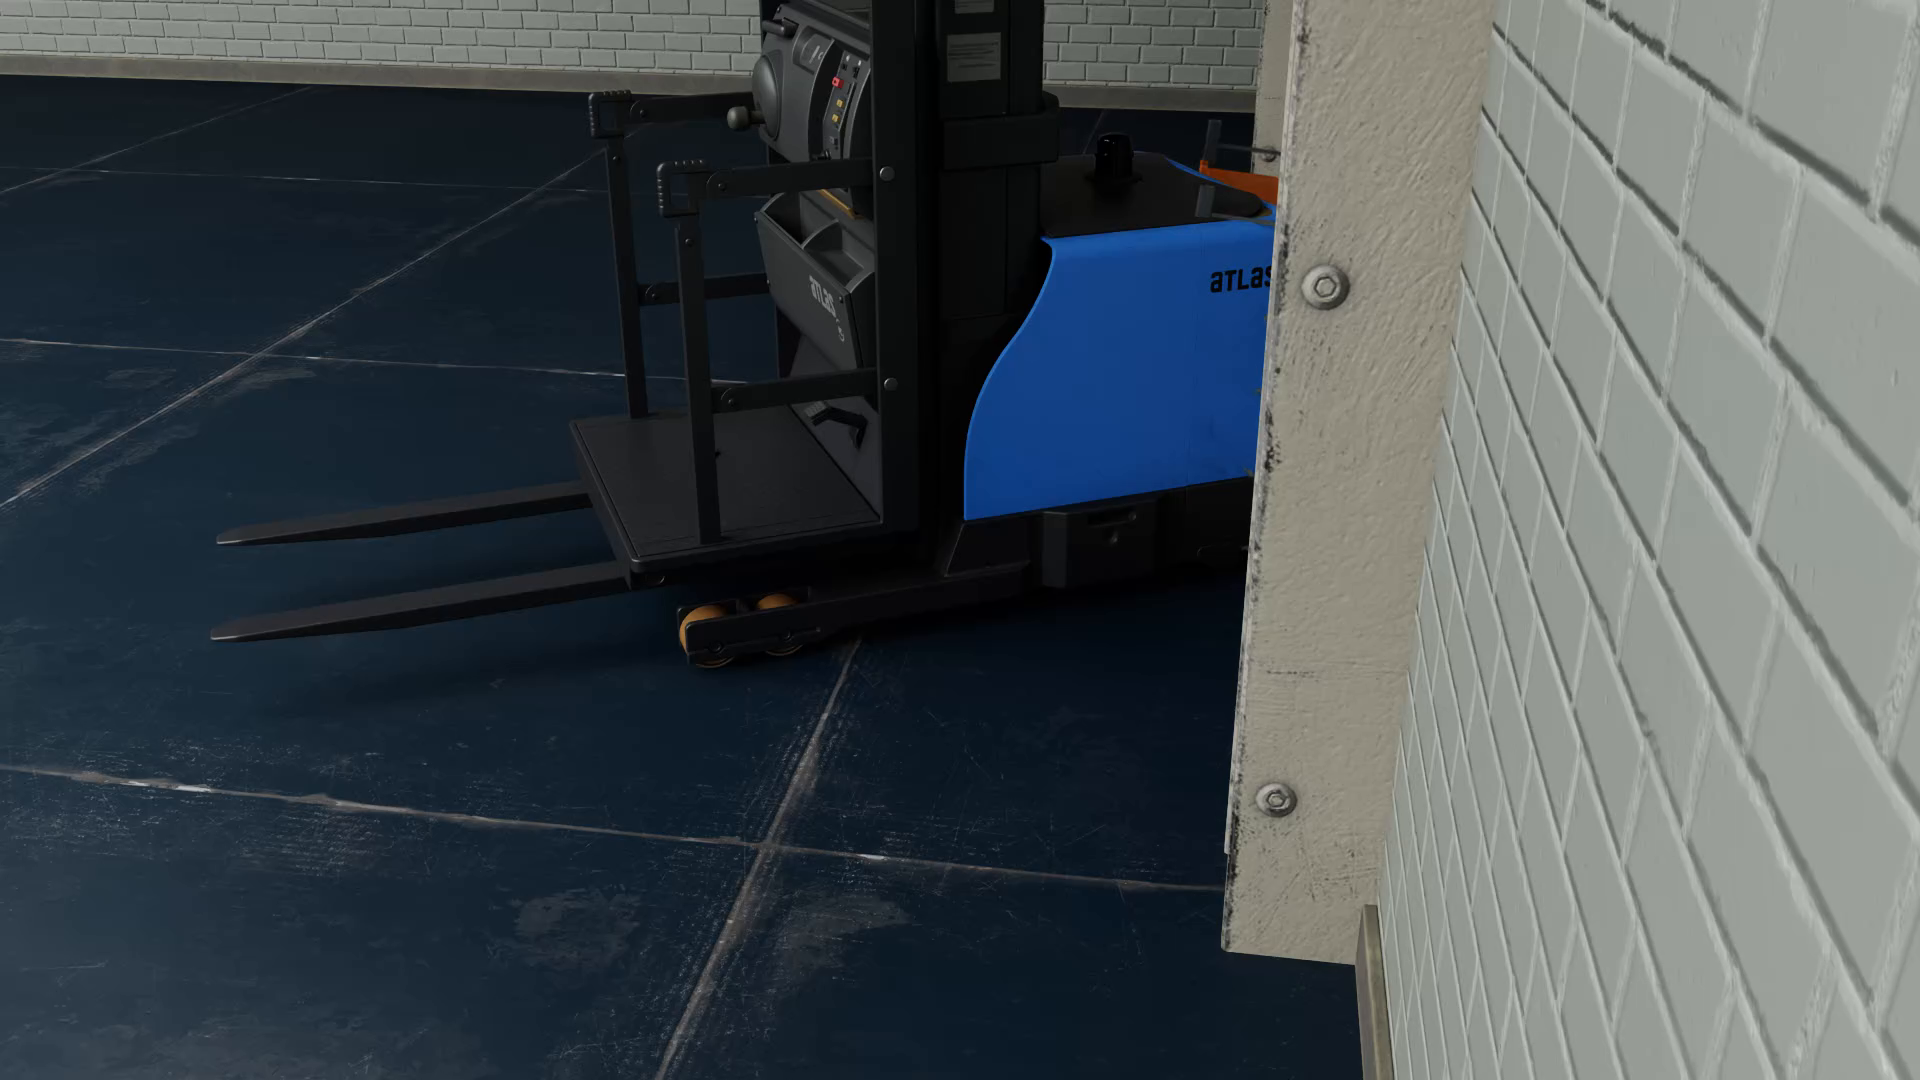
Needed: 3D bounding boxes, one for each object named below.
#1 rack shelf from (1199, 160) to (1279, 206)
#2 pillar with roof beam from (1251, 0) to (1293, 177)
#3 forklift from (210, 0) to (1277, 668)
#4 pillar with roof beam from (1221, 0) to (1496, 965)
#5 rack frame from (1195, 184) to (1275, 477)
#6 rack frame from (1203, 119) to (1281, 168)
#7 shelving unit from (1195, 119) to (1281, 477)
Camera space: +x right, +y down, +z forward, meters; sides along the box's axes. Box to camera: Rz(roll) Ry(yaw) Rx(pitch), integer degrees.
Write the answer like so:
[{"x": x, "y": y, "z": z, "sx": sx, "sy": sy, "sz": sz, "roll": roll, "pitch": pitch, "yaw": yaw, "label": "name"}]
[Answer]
[{"x": 0.963, "y": -0.905, "z": 5.141, "sx": 0.538, "sy": 0.278, "sz": 1.000, "roll": 9, "pitch": 25, "yaw": 6, "label": "rack shelf"}, {"x": -2.542, "y": -6.107, "z": 7.682, "sx": 9.100, "sy": 9.000, "sz": 0.400, "roll": 4, "pitch": 25, "yaw": 9, "label": "pillar with roof beam"}, {"x": -0.589, "y": -1.233, "z": 4.427, "sx": 3.031, "sy": 2.935, "sz": 1.130, "roll": -9, "pitch": 27, "yaw": -19, "label": "forklift"}, {"x": -3.522, "y": -3.598, "z": 2.321, "sx": 9.100, "sy": 9.000, "sz": 0.400, "roll": 4, "pitch": 25, "yaw": 9, "label": "pillar with roof beam"}, {"x": 0.853, "y": -0.435, "z": 4.808, "sx": 0.500, "sy": 1.125, "sz": 0.032, "roll": 9, "pitch": 25, "yaw": 6, "label": "rack frame"}, {"x": 1.015, "y": -0.847, "z": 5.723, "sx": 0.500, "sy": 1.125, "sz": 0.032, "roll": 9, "pitch": 25, "yaw": 6, "label": "rack frame"}, {"x": 0.934, "y": -0.641, "z": 5.265, "sx": 0.538, "sy": 1.125, "sz": 1.048, "roll": 9, "pitch": 25, "yaw": 6, "label": "shelving unit"}]
